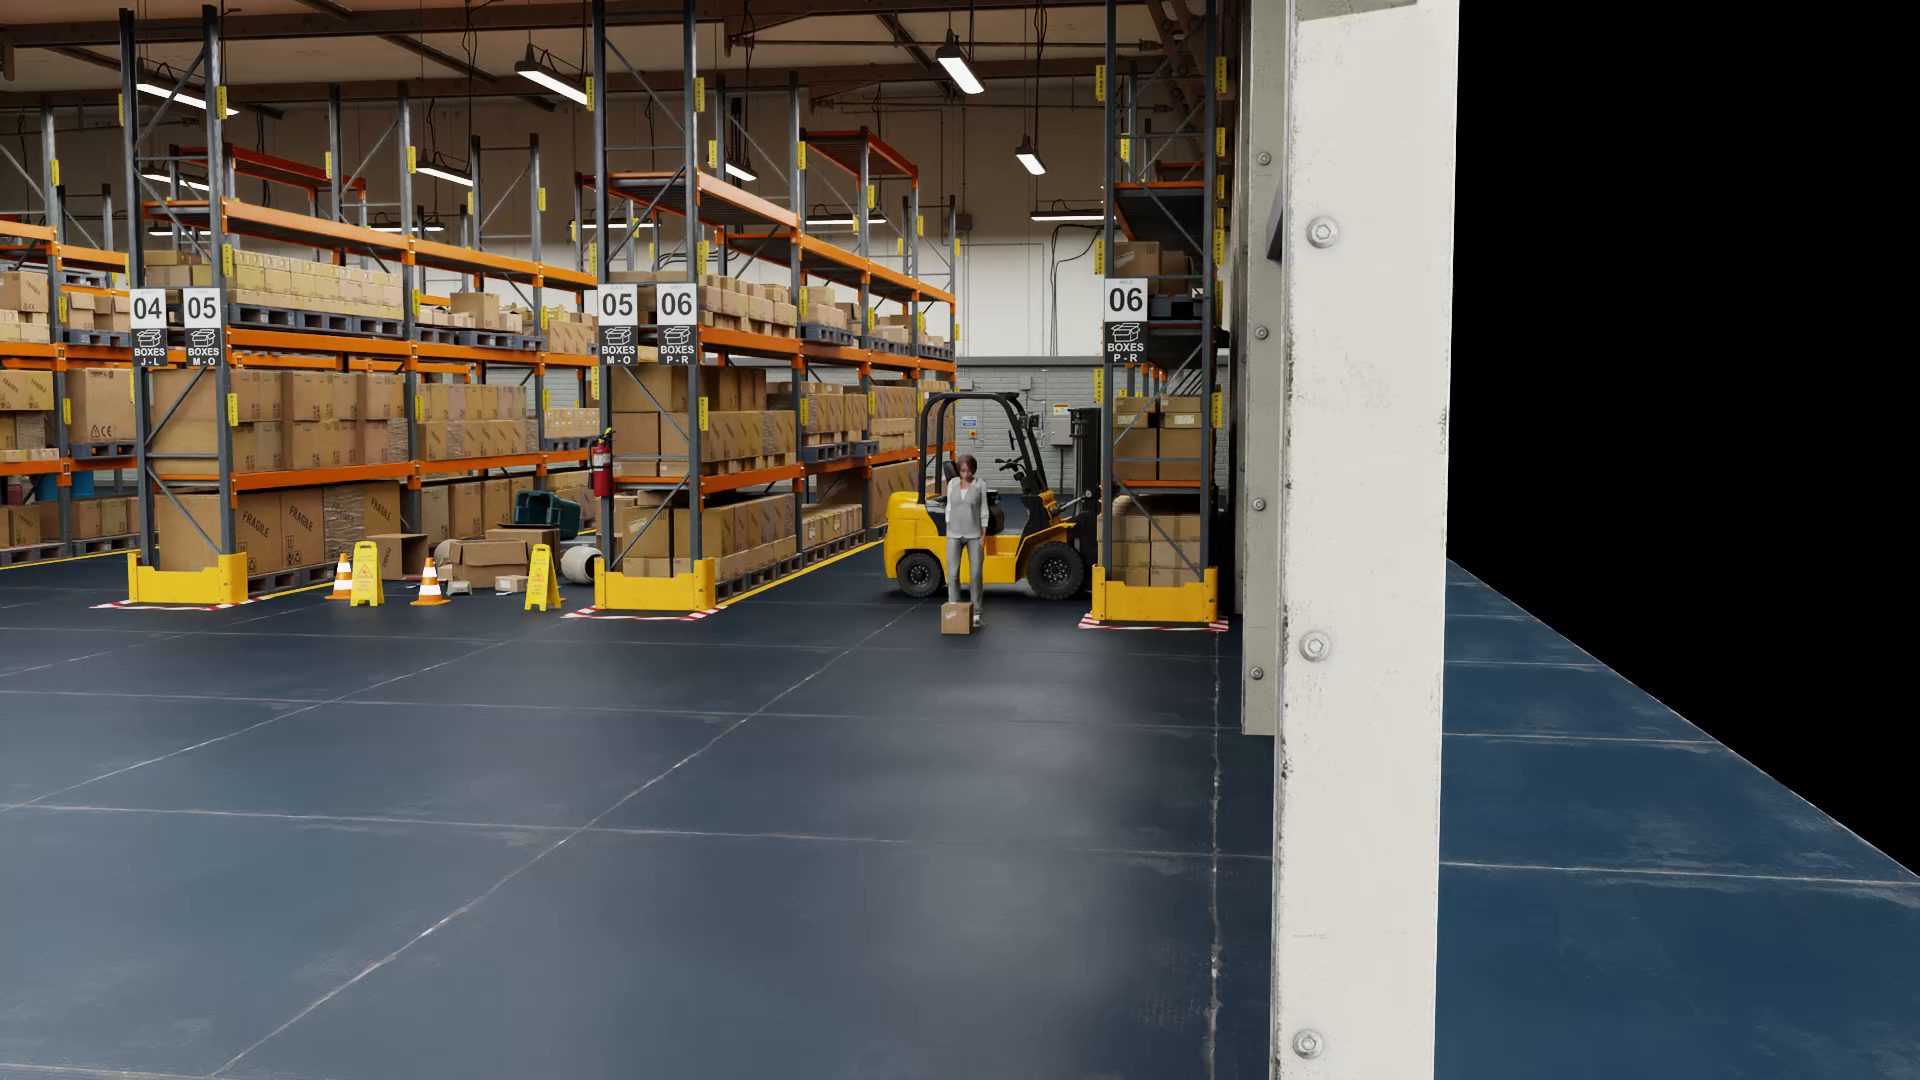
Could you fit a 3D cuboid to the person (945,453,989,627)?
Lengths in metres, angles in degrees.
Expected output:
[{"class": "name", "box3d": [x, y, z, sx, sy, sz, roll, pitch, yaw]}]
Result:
[{"class": "person", "box3d": [0.069, 0.005, 15.261, 0.410, 1.576, 0.308, 1, 5, 10]}]
